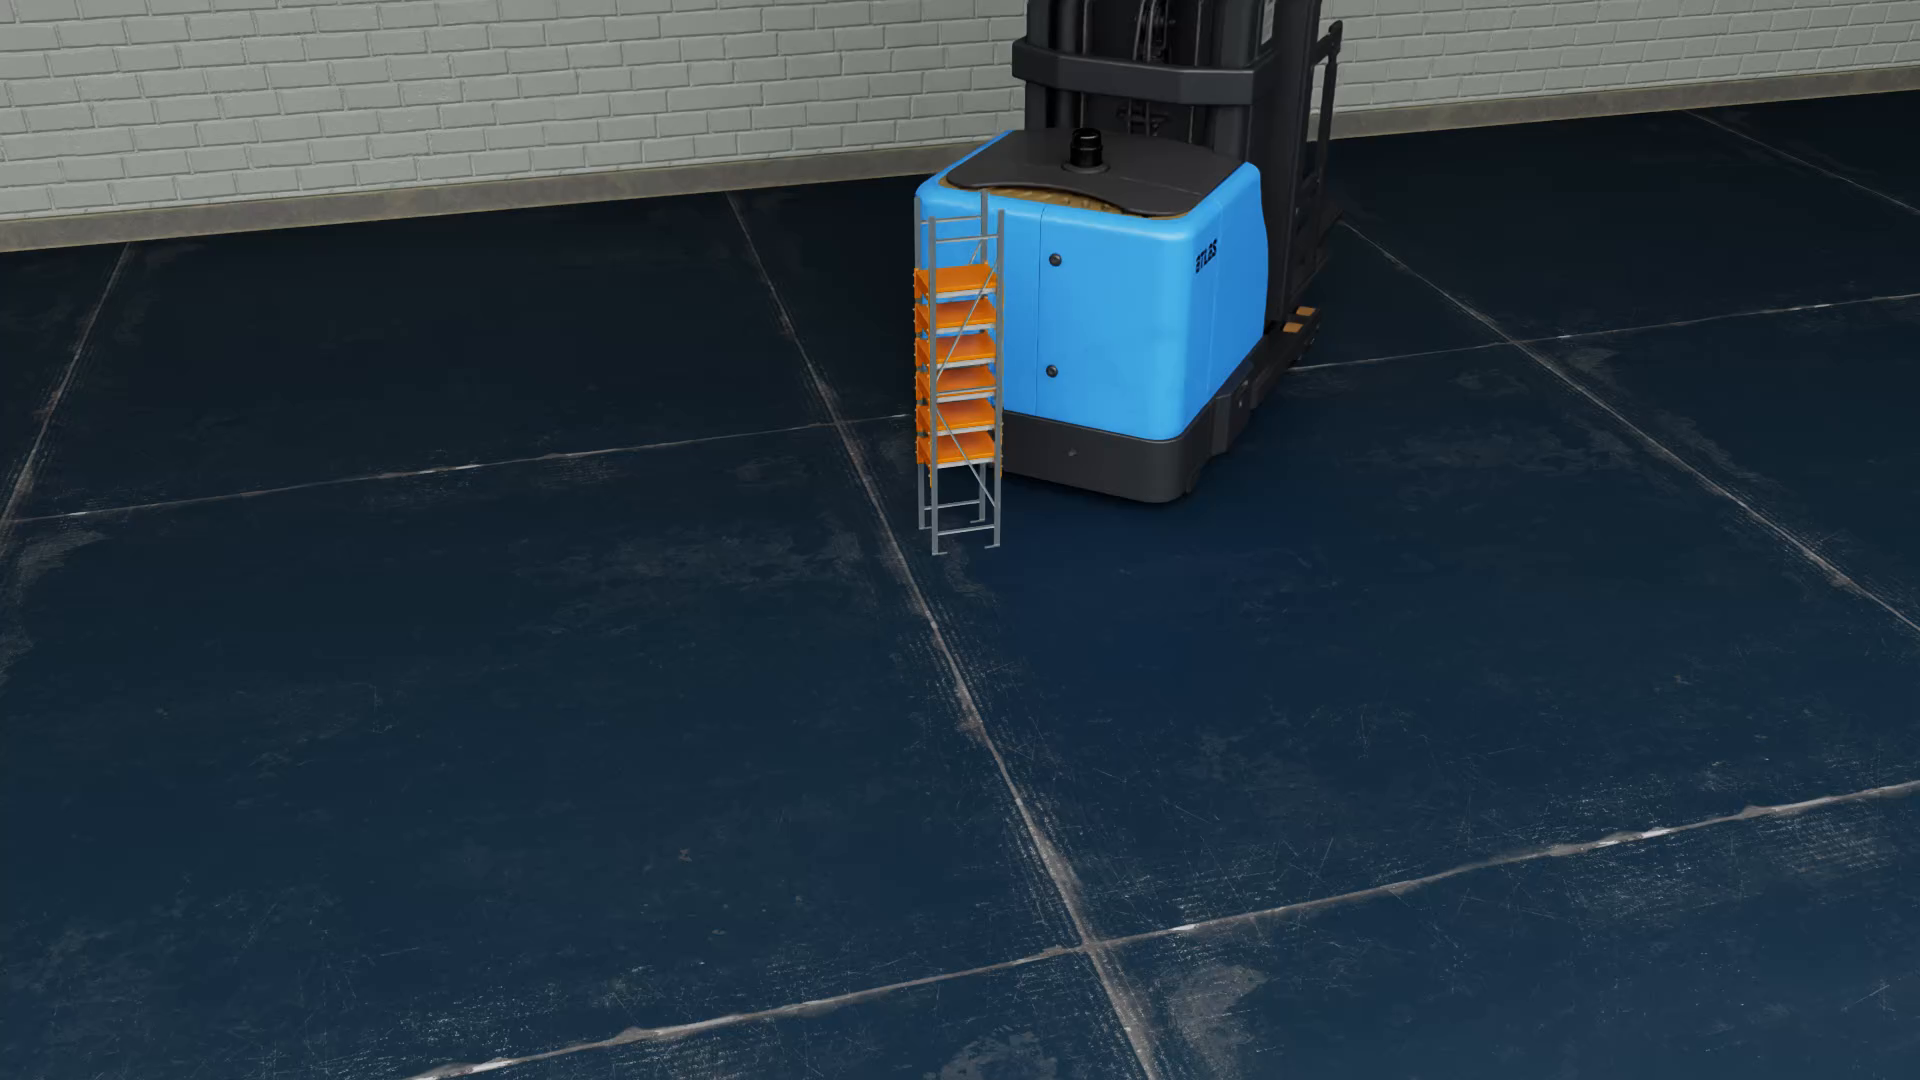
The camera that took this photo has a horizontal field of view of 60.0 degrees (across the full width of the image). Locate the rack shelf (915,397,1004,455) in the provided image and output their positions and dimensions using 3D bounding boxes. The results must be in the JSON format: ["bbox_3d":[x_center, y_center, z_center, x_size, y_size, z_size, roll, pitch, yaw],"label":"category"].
[{"bbox_3d":[-0.004,-0.384,5.544,0.258,0.103,0.180,-8,31,-13],"label":"rack shelf"}]

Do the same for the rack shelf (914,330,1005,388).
[{"bbox_3d":[-0.004,-0.592,5.424,0.258,0.103,0.180,-8,31,-13],"label":"rack shelf"}]

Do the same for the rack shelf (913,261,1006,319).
[{"bbox_3d":[-0.004,-0.799,5.303,0.258,0.103,0.180,-8,31,-13],"label":"rack shelf"}]

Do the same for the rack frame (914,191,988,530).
[{"bbox_3d":[-0.028,-0.570,5.538,0.240,1.200,0.006,-8,31,-13],"label":"rack frame"}]

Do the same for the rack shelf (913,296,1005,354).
[{"bbox_3d":[-0.004,-0.696,5.364,0.258,0.103,0.180,-8,31,-13],"label":"rack shelf"}]

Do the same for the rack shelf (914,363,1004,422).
[{"bbox_3d":[-0.004,-0.488,5.484,0.258,0.103,0.180,-8,31,-13],"label":"rack shelf"}]

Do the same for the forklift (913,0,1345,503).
[{"bbox_3d":[0.923,-2.114,6.476,1.130,2.935,3.031,14,33,22],"label":"forklift"}]

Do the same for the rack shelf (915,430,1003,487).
[{"bbox_3d":[-0.004,-0.280,5.604,0.258,0.103,0.180,-8,31,-13],"label":"rack shelf"}]

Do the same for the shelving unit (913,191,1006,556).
[{"bbox_3d":[-0.004,-0.526,5.462,0.258,1.200,0.189,-8,31,-13],"label":"shelving unit"}]

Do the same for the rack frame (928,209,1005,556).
[{"bbox_3d":[0.020,-0.482,5.385,0.240,1.200,0.006,-8,31,-13],"label":"rack frame"}]
